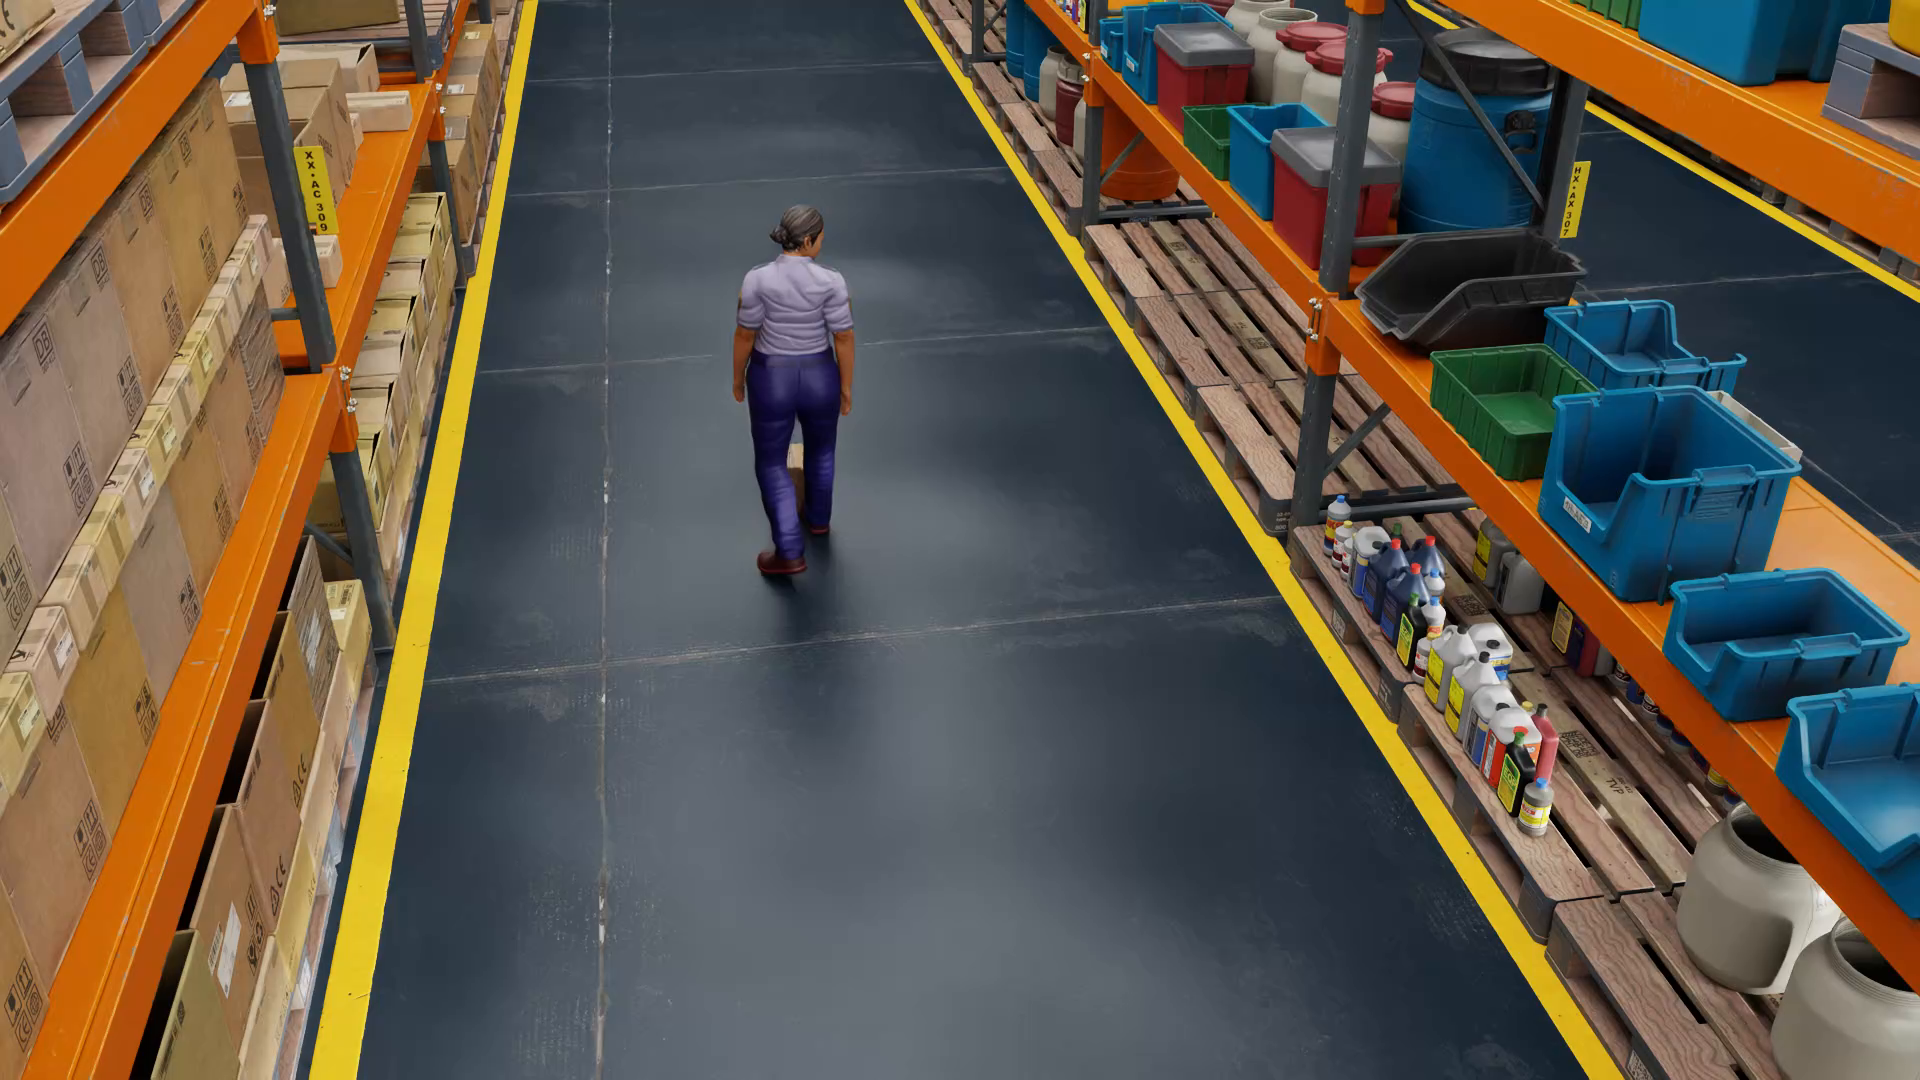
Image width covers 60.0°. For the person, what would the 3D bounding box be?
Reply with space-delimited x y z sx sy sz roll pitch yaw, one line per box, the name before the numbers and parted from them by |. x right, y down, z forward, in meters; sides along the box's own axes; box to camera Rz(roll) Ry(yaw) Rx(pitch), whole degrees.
person | -0.723 -0.672 7.247 0.509 1.630 0.740 -8 32 -14
